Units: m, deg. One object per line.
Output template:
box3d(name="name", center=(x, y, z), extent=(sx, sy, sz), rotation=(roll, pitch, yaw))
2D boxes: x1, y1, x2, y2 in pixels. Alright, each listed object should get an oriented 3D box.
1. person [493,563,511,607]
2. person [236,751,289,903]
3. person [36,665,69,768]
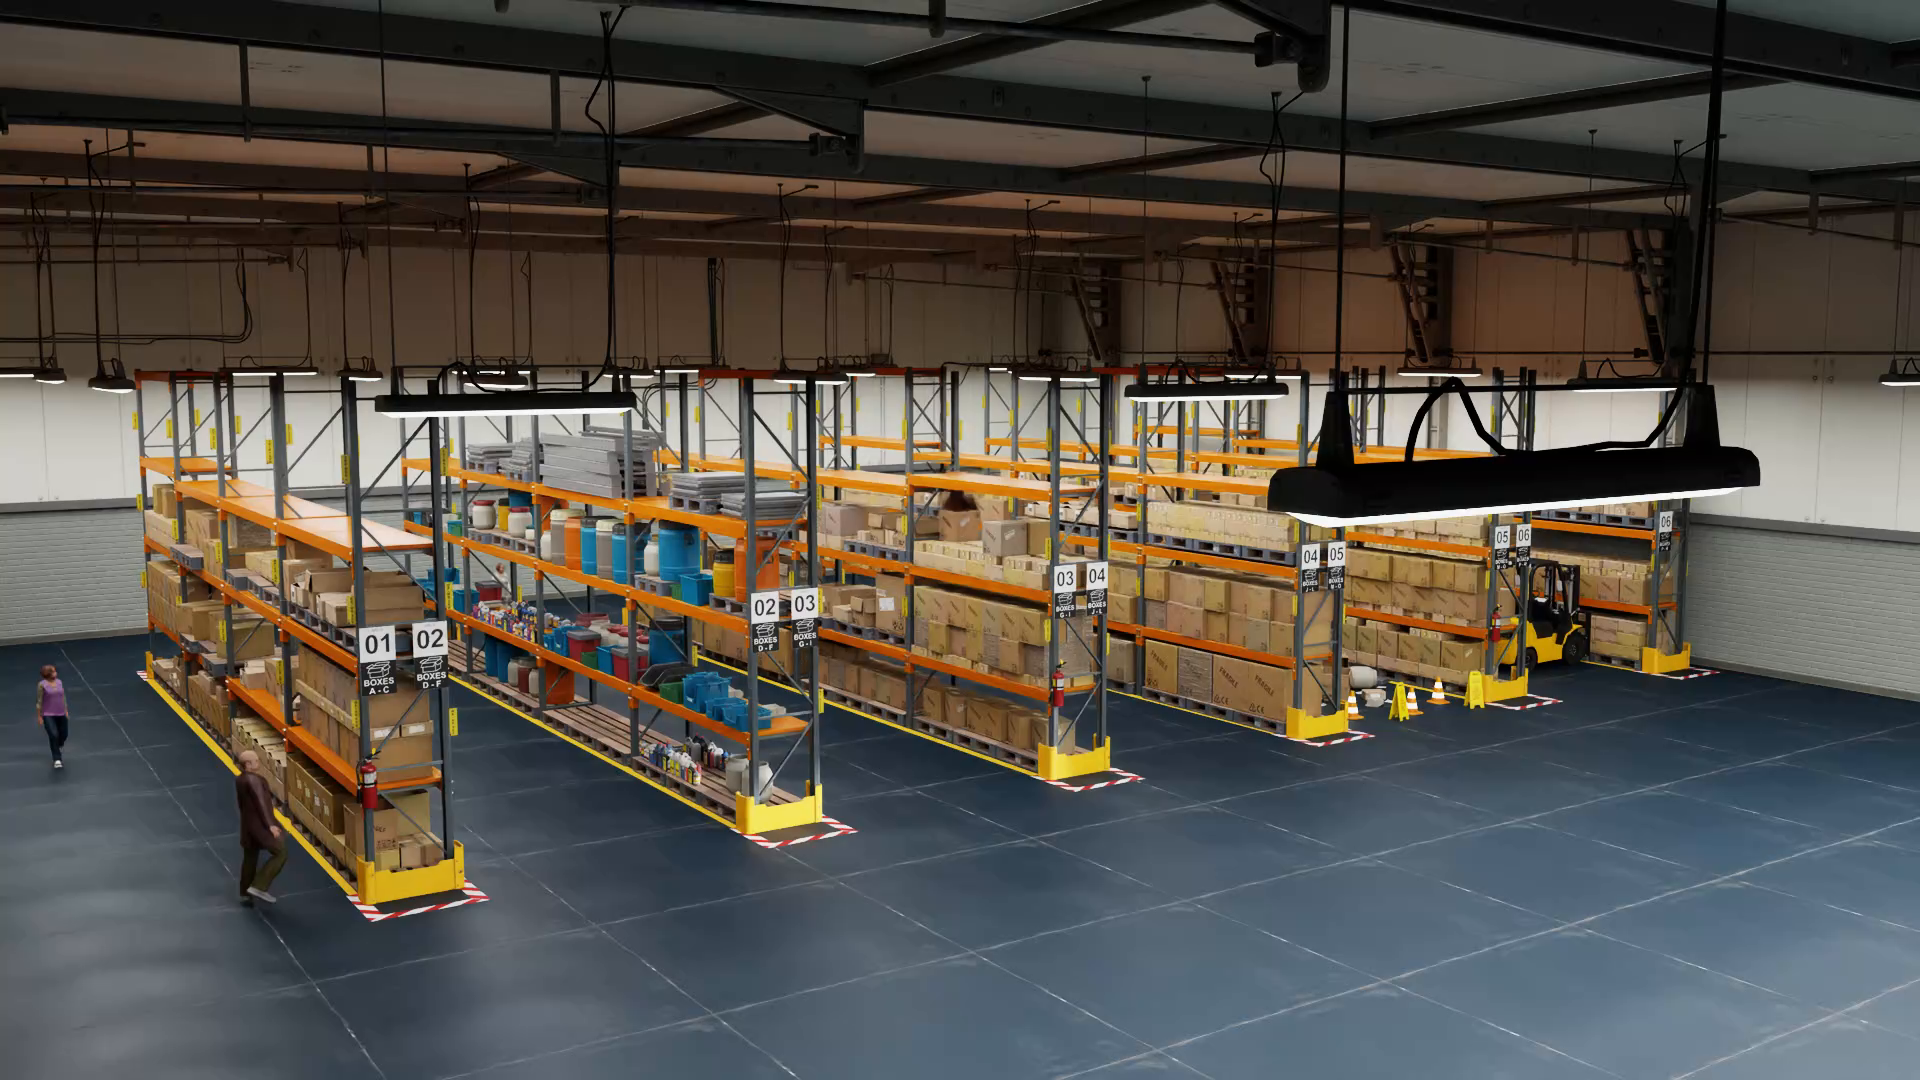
box3d(name="person", center=(-10.280, 1.304, 37.412), extent=(0.447, 1.596, 0.448), rotation=(-6, 9, -44))
box3d(name="person", center=(-8.080, 3.284, 19.081), extent=(0.749, 1.775, 0.490), rotation=(4, 8, 34))
box3d(name="person", center=(-13.909, 2.685, 25.474), extent=(0.440, 1.531, 0.703), rotation=(-6, 9, -41))
